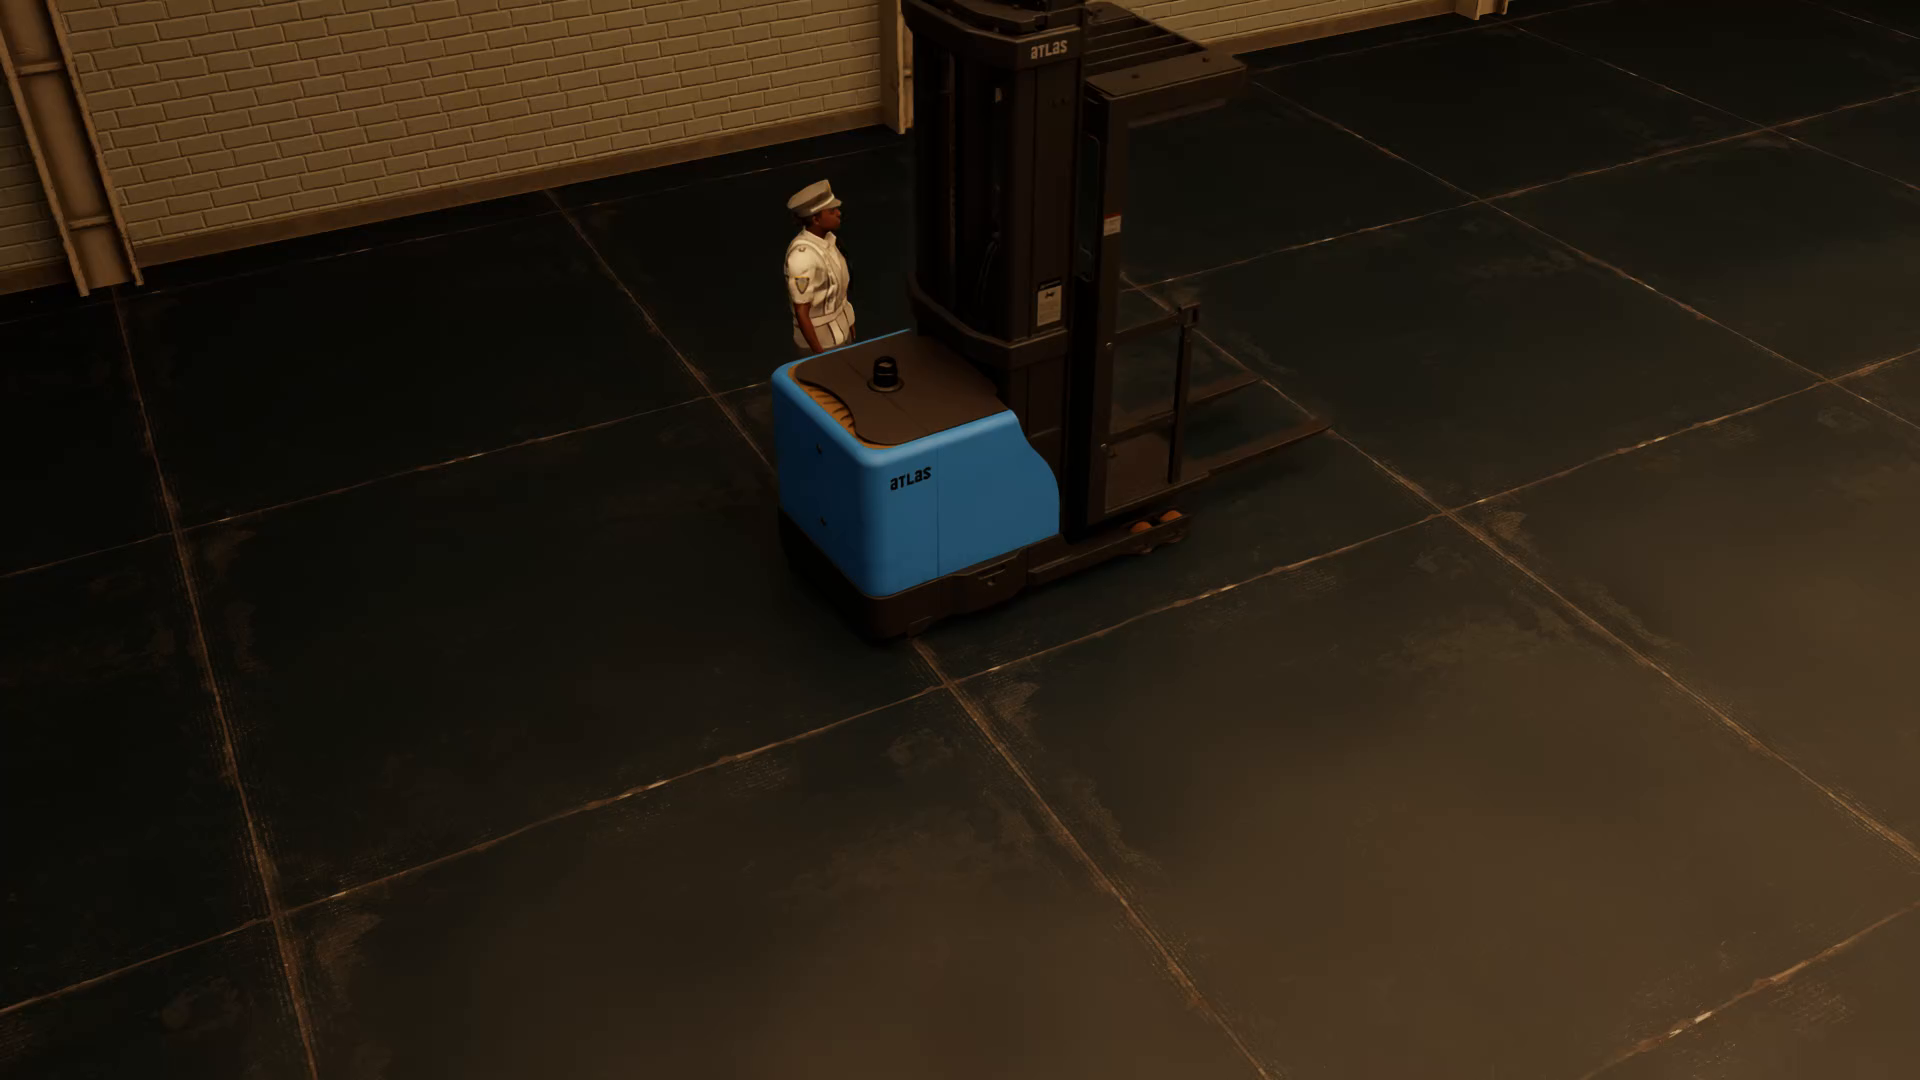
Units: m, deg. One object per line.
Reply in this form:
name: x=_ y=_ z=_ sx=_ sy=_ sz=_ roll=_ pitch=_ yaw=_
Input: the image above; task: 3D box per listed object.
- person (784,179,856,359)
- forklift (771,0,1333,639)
person: x=-0.634 y=-1.048 z=8.672 sx=0.508 sy=1.697 sz=0.566 roll=6 pitch=36 yaw=8
forklift: x=0.602 y=-1.363 z=8.051 sx=3.031 sy=2.935 sz=1.130 roll=-20 pitch=40 yaw=-25
